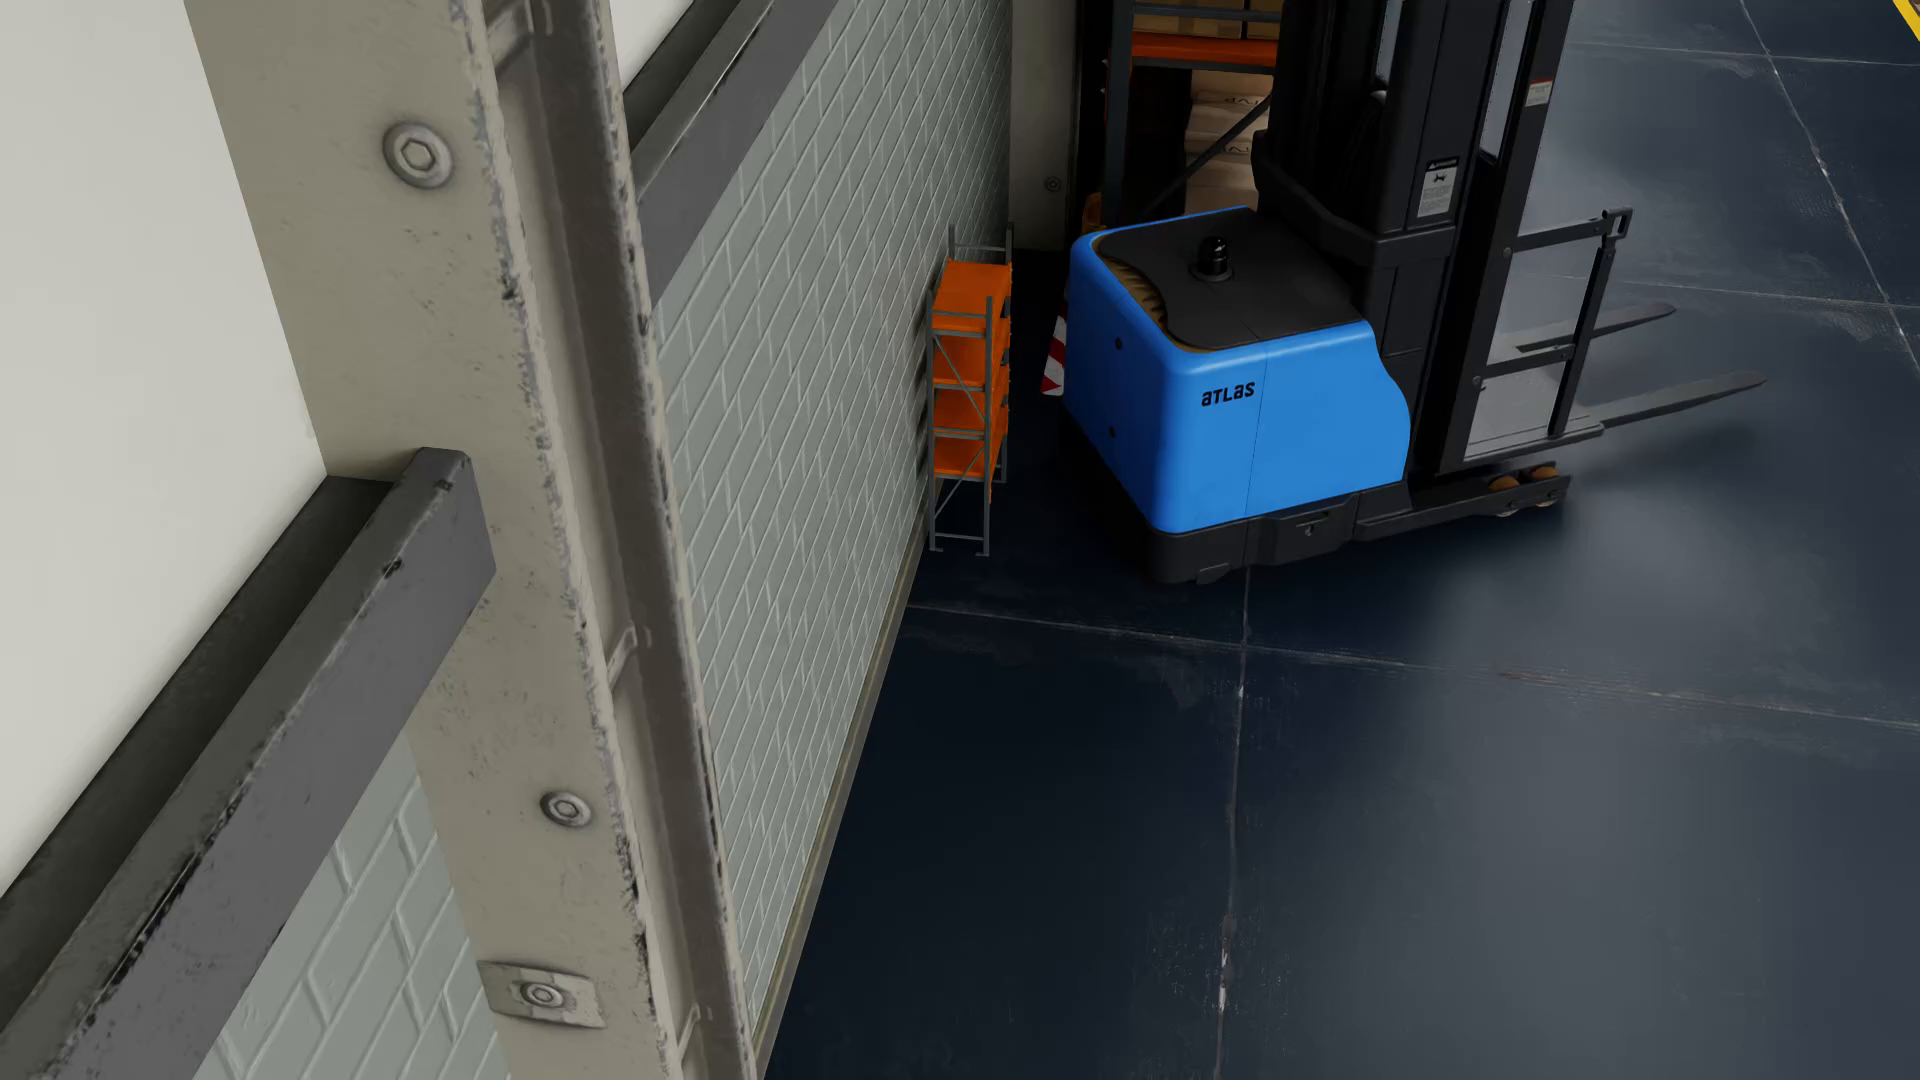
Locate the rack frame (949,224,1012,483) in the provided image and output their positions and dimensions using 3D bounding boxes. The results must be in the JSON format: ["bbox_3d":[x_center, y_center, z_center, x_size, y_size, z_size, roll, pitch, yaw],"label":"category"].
[{"bbox_3d":[0.077,-0.720,6.679,0.240,1.200,0.015,6,40,7],"label":"rack frame"}]

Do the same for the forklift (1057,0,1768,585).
[{"bbox_3d":[1.990,-1.529,6.300,3.031,2.935,1.130,-13,41,-15],"label":"forklift"}]

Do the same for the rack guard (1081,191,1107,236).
[{"bbox_3d":[1.168,-1.321,7.955,1.175,0.500,0.348,6,40,8],"label":"rack guard"}]

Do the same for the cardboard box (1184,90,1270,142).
[{"bbox_3d":[1.462,-2.152,8.764,0.500,0.311,0.500,10,41,11],"label":"cardboard box"}]

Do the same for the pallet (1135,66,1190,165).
[{"bbox_3d":[1.557,-2.479,9.583,1.003,0.211,1.213,6,40,8],"label":"pallet"}]

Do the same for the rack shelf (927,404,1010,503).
[{"bbox_3d":[0.037,-0.361,6.663,0.258,0.148,0.480,6,40,7],"label":"rack shelf"}]

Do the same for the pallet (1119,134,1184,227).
[{"bbox_3d":[1.343,-1.715,8.659,1.003,0.211,1.213,6,40,8],"label":"pallet"}]

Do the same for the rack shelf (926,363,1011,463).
[{"bbox_3d":[0.037,-0.514,6.536,0.258,0.148,0.480,6,40,7],"label":"rack shelf"}]

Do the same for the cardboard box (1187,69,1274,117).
[{"bbox_3d":[1.638,-2.680,9.253,0.700,0.500,0.500,4,40,5],"label":"cardboard box"}]

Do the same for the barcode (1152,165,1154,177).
[{"bbox_3d":[0.972,-1.853,8.395,0.001,0.075,0.075,6,40,8],"label":"barcode"}]

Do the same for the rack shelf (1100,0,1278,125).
[{"bbox_3d":[1.501,-3.214,8.848,1.077,0.370,4.000,6,40,8],"label":"rack shelf"}]

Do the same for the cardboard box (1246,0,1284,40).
[{"bbox_3d":[1.552,-2.458,7.470,0.500,0.250,0.500,5,40,6],"label":"cardboard box"}]

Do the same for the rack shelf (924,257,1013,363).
[{"bbox_3d":[0.037,-0.869,6.243,0.258,0.148,0.480,6,40,7],"label":"rack shelf"}]

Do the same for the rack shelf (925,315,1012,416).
[{"bbox_3d":[0.037,-0.687,6.393,0.258,0.148,0.480,6,40,7],"label":"rack shelf"}]

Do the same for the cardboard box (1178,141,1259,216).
[{"bbox_3d":[1.363,-1.794,8.331,0.500,0.311,0.500,2,40,3],"label":"cardboard box"}]

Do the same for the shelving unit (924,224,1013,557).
[{"bbox_3d":[0.037,-0.566,6.493,0.258,1.200,0.503,6,40,7],"label":"shelving unit"}]

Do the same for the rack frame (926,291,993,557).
[{"bbox_3d":[-0.003,-0.413,6.308,0.240,1.200,0.015,6,40,7],"label":"rack frame"}]

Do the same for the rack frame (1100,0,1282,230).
[{"bbox_3d":[1.155,-2.236,7.101,1.000,3.000,0.127,6,40,8],"label":"rack frame"}]

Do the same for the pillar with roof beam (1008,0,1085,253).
[{"bbox_3d":[4.664,-4.609,5.262,9.100,9.000,0.400,6,40,8],"label":"pillar with roof beam"}]

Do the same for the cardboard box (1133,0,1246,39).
[{"bbox_3d":[1.045,-2.501,7.523,0.500,0.250,0.500,7,40,8],"label":"cardboard box"}]
